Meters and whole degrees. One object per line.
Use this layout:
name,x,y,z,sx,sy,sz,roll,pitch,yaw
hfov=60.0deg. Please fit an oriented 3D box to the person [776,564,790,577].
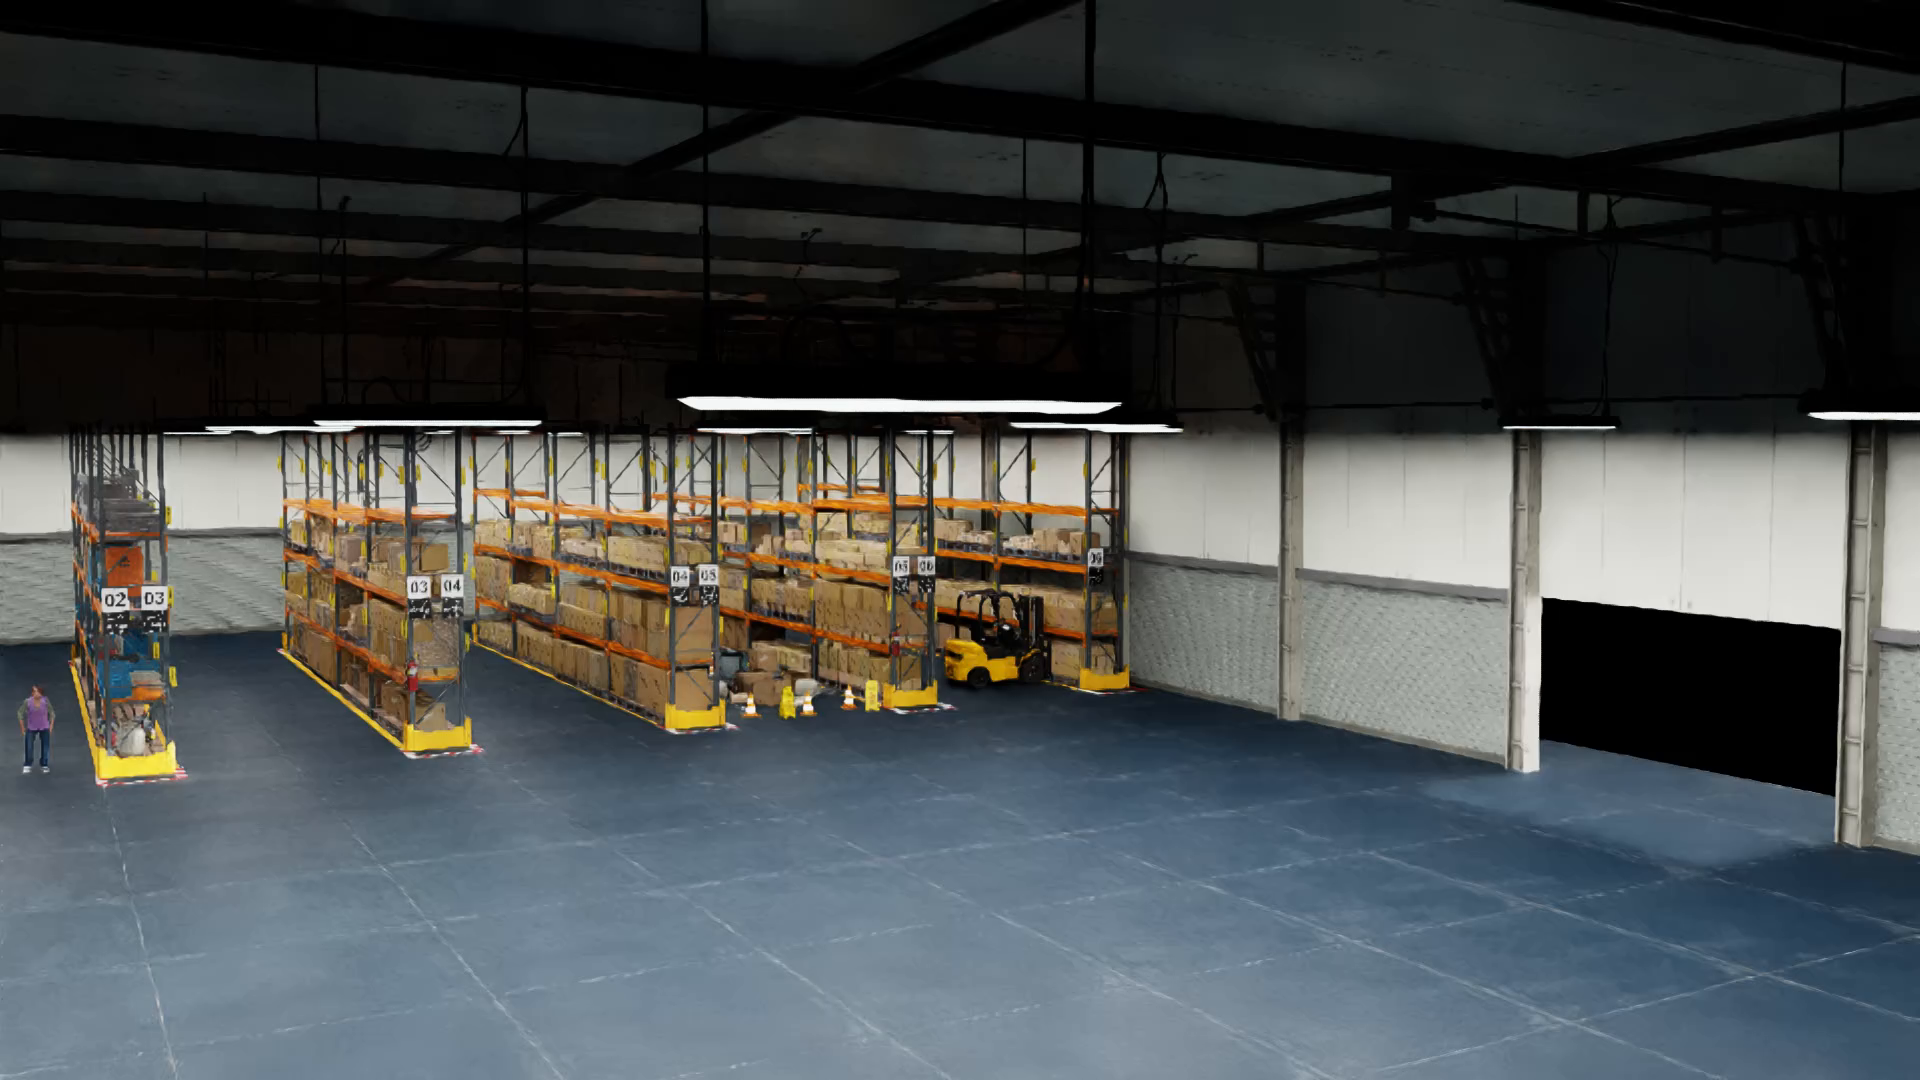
person,-5.658,1.547,53.379,0.567,1.783,0.714,2,4,32

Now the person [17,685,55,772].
person,-15.709,3.209,28.291,0.566,1.541,0.519,-2,4,-32
